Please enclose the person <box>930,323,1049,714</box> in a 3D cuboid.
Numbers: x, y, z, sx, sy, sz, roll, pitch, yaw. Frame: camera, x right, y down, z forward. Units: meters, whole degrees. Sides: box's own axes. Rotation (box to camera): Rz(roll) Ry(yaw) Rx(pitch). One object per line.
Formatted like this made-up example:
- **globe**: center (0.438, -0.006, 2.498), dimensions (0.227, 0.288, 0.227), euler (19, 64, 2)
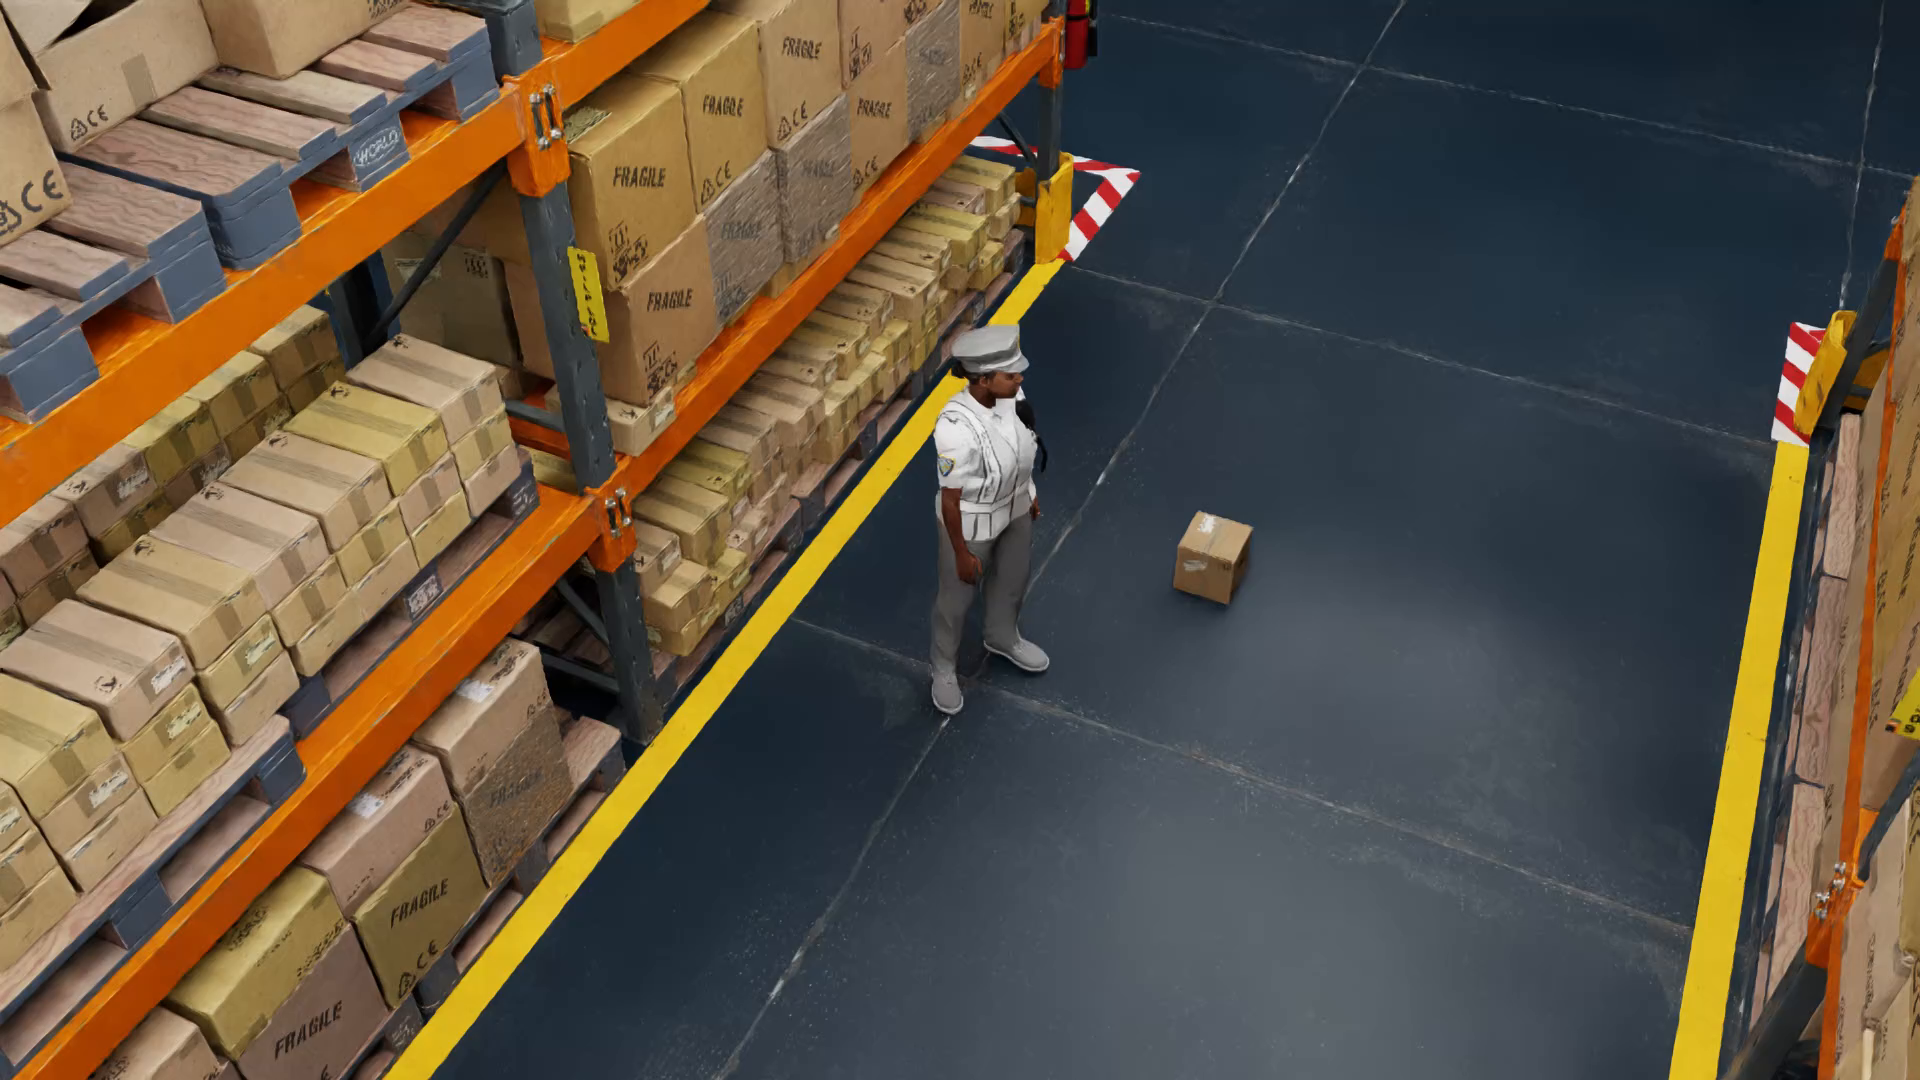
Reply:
- **person**: center (0.095, -0.080, 6.208), dimensions (0.353, 1.689, 0.553), euler (32, 51, 30)
